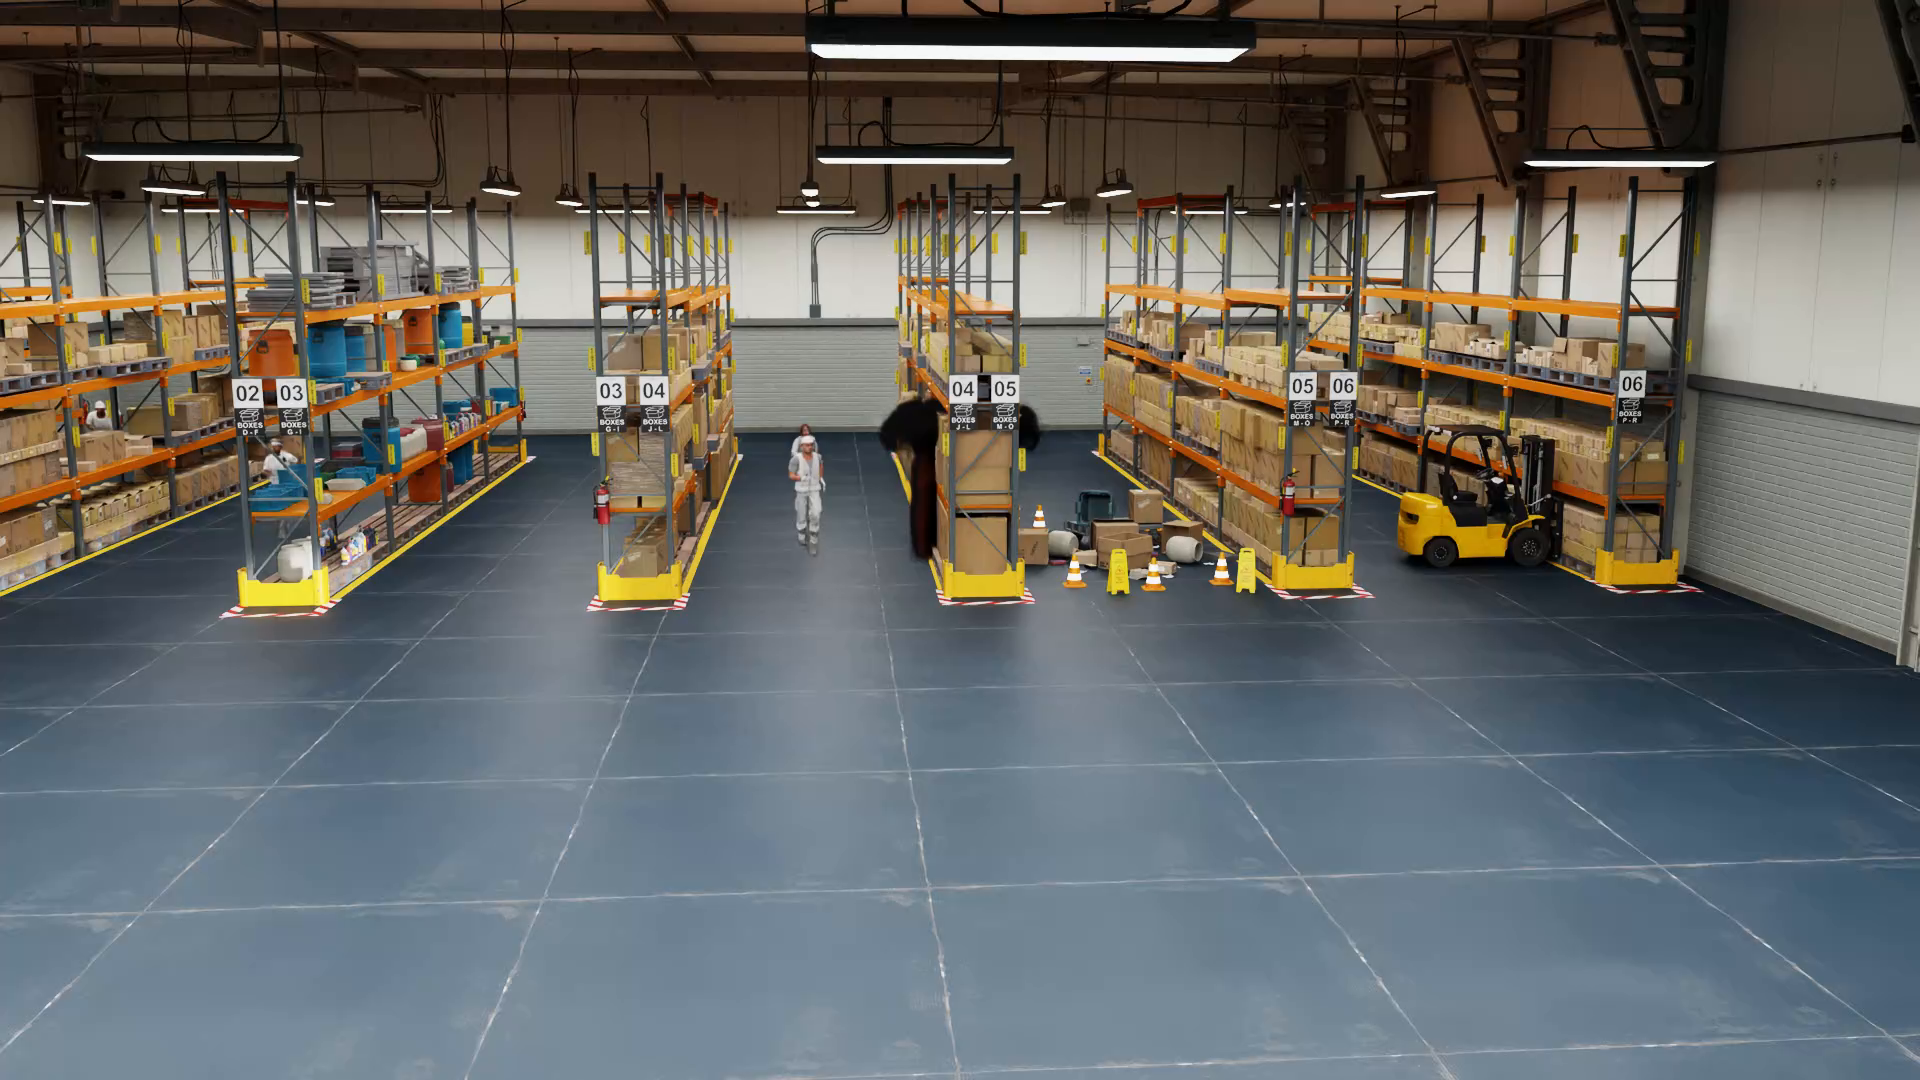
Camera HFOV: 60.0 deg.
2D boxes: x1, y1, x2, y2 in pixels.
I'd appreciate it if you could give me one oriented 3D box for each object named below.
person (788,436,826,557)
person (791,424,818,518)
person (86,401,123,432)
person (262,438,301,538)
[{"bbox_3d":[-2.369,-0.694,25.940,0.624,1.885,0.816,-3,10,-15],"label":"person"},{"bbox_3d":[-2.734,-1.236,29.398,0.511,1.620,0.779,-2,10,-12],"label":"person"},{"bbox_3d":[-18.817,-2.244,36.670,0.736,1.714,1.055,-3,10,-16],"label":"person"},{"bbox_3d":[-11.874,-0.940,29.182,0.567,1.740,0.899,0,10,1],"label":"person"}]
